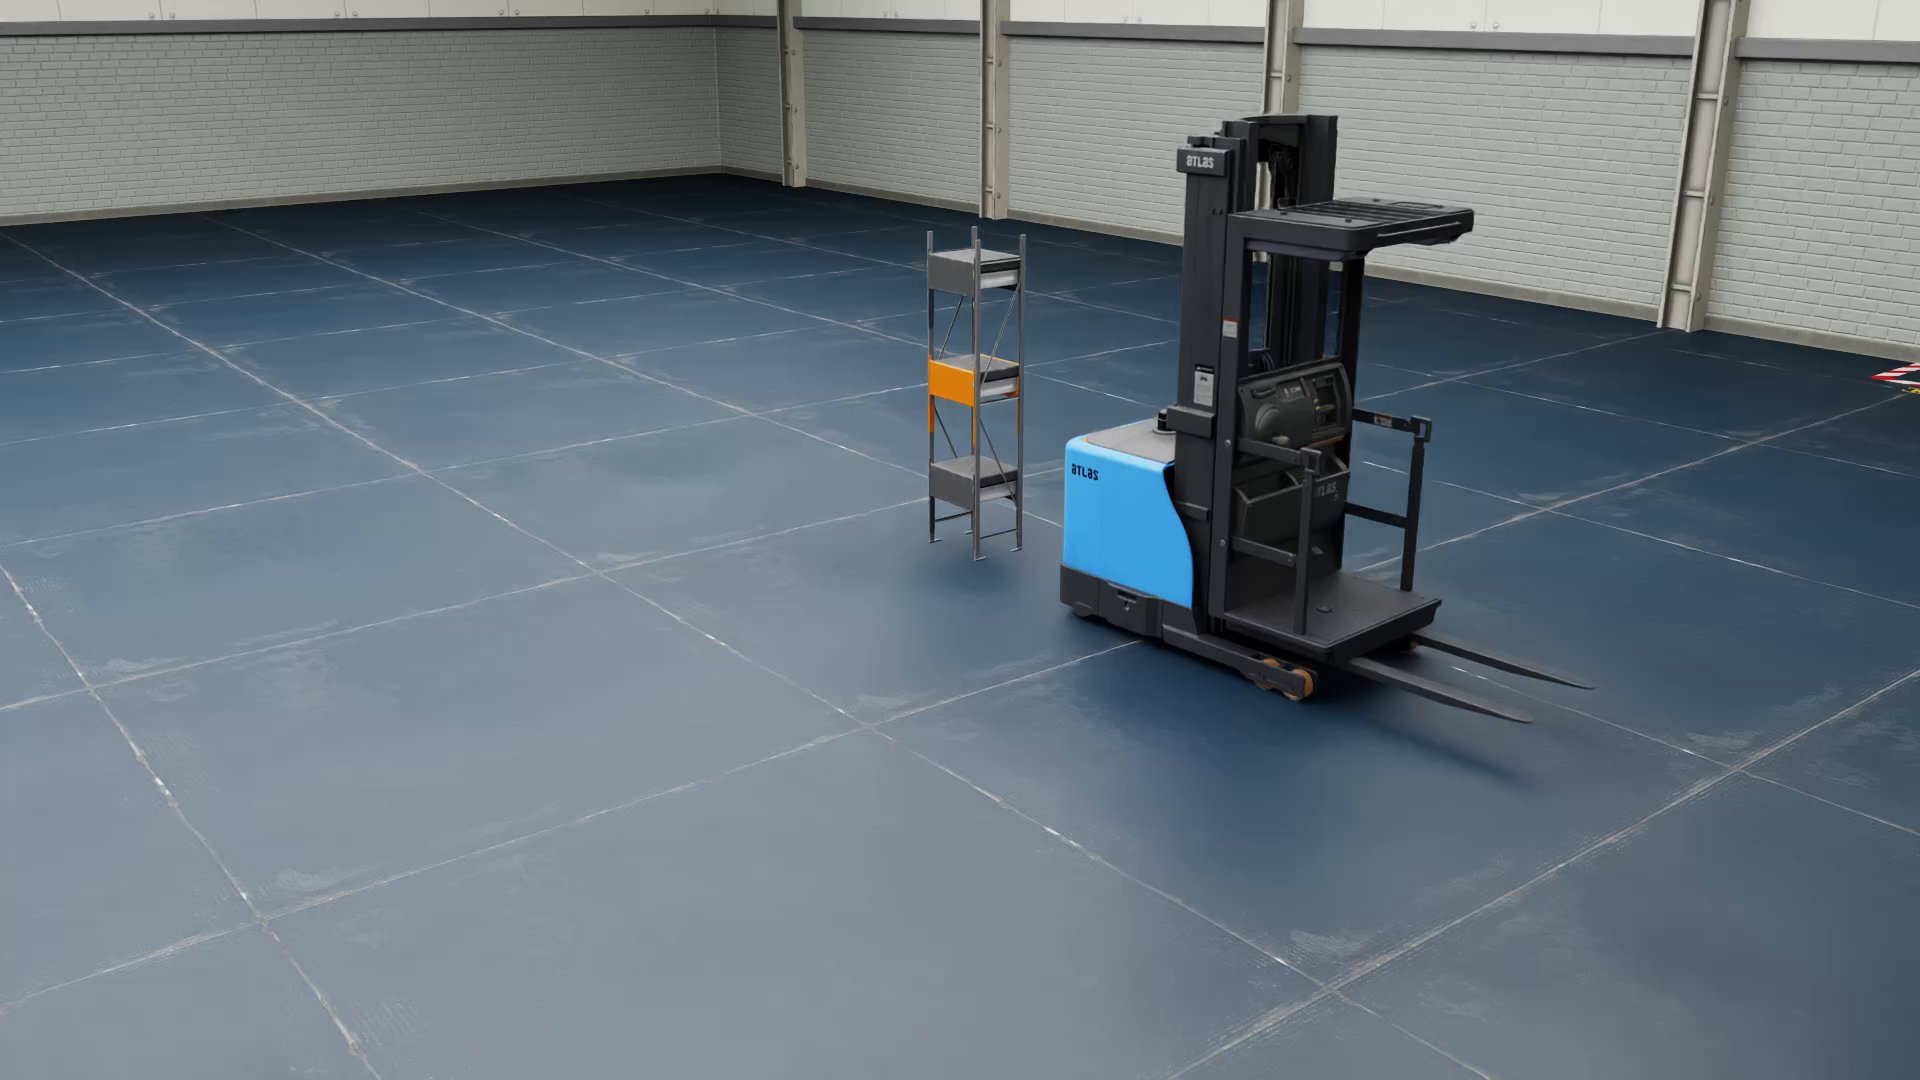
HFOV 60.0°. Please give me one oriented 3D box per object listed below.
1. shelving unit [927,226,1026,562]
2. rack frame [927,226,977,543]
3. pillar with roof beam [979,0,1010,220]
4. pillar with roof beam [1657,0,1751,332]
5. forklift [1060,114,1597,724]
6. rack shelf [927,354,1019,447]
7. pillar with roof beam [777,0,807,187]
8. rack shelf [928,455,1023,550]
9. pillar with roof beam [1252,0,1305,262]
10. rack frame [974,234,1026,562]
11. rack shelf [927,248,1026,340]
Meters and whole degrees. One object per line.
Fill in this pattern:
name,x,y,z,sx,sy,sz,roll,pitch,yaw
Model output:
shelving unit,0.103,-0.956,10.909,0.431,2.100,0.503,-14,23,-36
rack frame,-0.049,-1.016,11.091,0.400,2.100,0.015,-14,23,-36
pillar with roof beam,-2.817,-8.748,23.466,9.100,9.000,0.400,-14,23,-36
pillar with roof beam,4.634,-5.791,14.536,9.100,9.000,0.400,-14,23,-36
forklift,1.965,-0.722,8.881,1.130,2.935,3.031,-16,24,-40
rack shelf,0.103,-0.943,10.914,0.431,0.518,0.480,-14,23,-36
pillar with roof beam,-6.542,-10.227,27.931,9.100,9.000,0.400,-14,23,-36
rack shelf,0.103,-0.279,11.134,0.431,0.518,0.480,-14,23,-36
pillar with roof beam,0.909,-7.270,19.001,9.100,9.000,0.400,-14,23,-36
rack frame,0.254,-0.896,10.728,0.400,2.100,0.015,-14,23,-36
rack shelf,0.103,-1.608,10.693,0.431,0.518,0.480,-14,23,-36
